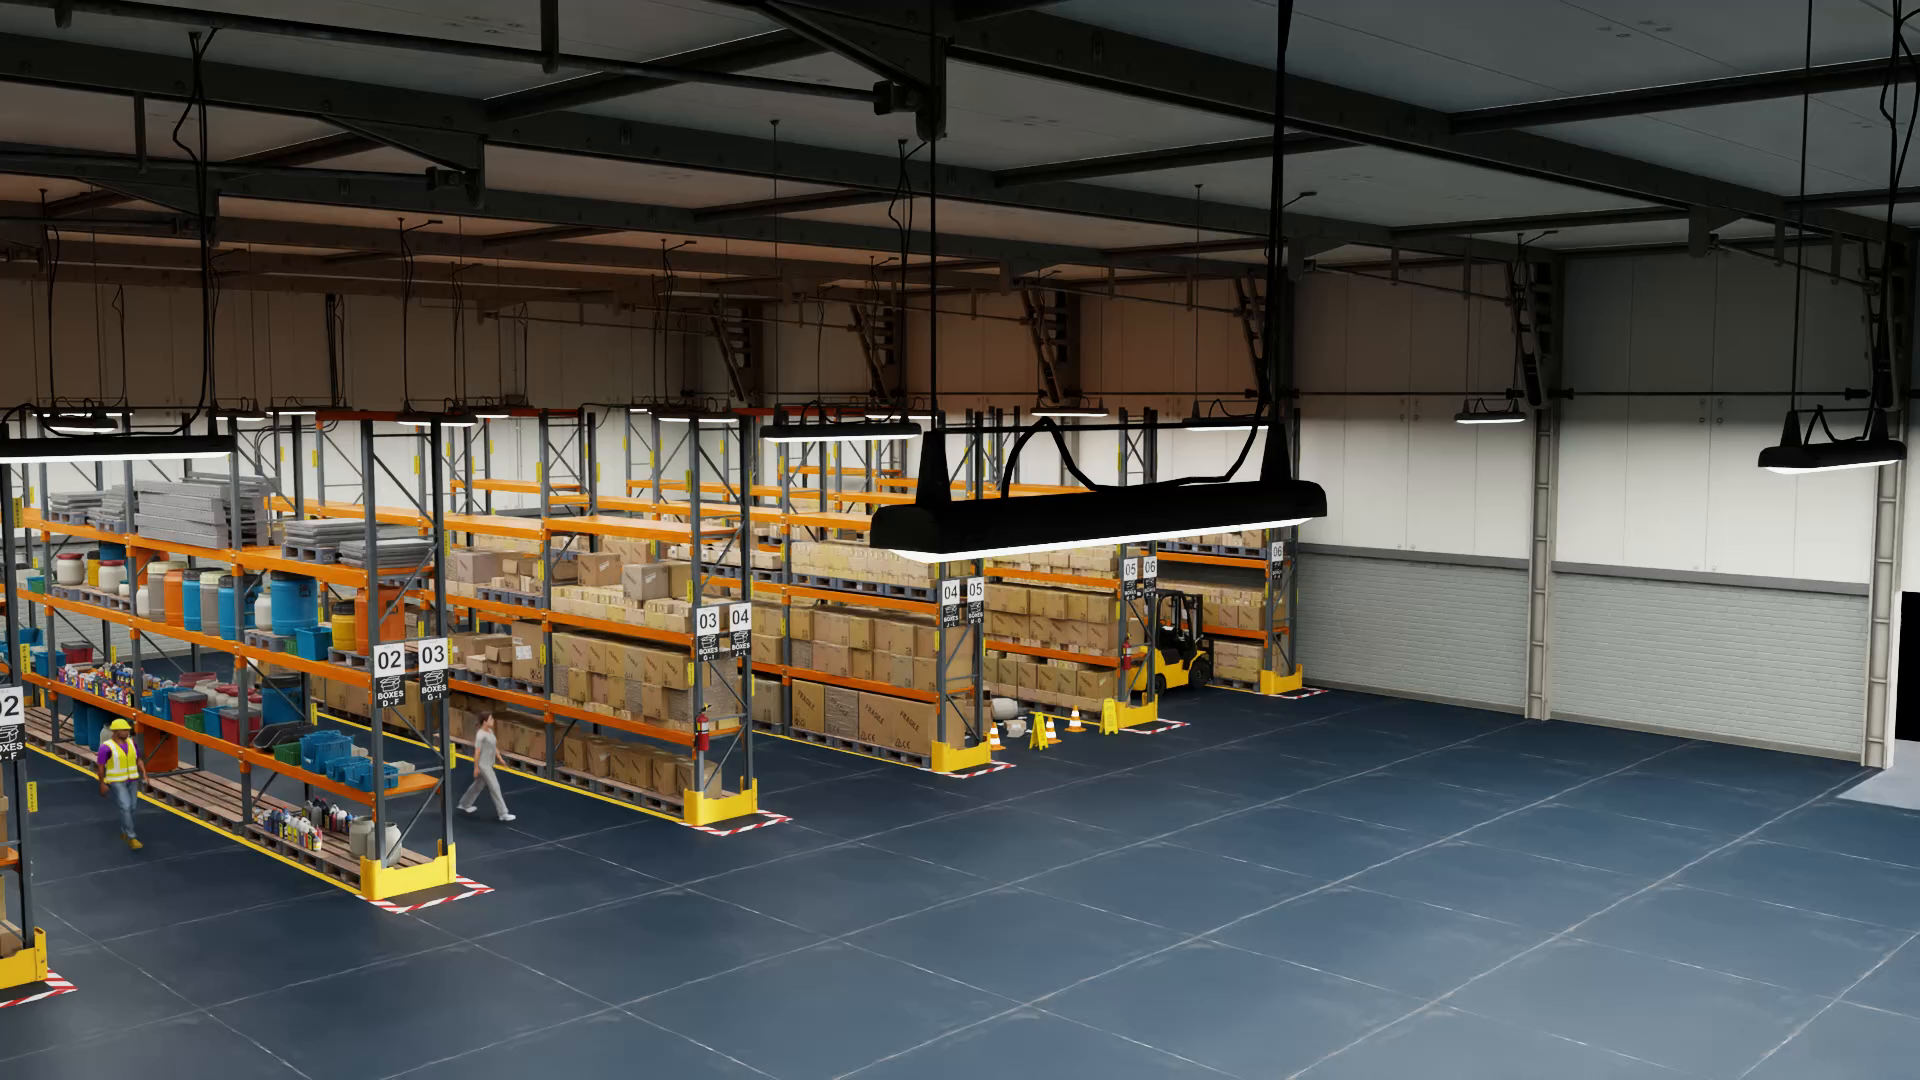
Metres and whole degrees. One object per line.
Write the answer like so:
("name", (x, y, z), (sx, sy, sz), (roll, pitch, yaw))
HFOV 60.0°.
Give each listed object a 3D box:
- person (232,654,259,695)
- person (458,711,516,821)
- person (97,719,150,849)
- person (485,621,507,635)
("person", (-14.239, 2.568, 33.121), (0.586, 1.673, 0.414), (-5, 7, -44))
("person", (-7.027, 3.324, 24.662), (1.106, 1.607, 0.516), (2, 5, 18))
("person", (-11.634, 3.413, 23.305), (0.806, 1.764, 0.601), (3, 6, 30))
("person", (-11.403, 1.926, 40.744), (0.776, 1.563, 0.473), (-4, 7, -39))
